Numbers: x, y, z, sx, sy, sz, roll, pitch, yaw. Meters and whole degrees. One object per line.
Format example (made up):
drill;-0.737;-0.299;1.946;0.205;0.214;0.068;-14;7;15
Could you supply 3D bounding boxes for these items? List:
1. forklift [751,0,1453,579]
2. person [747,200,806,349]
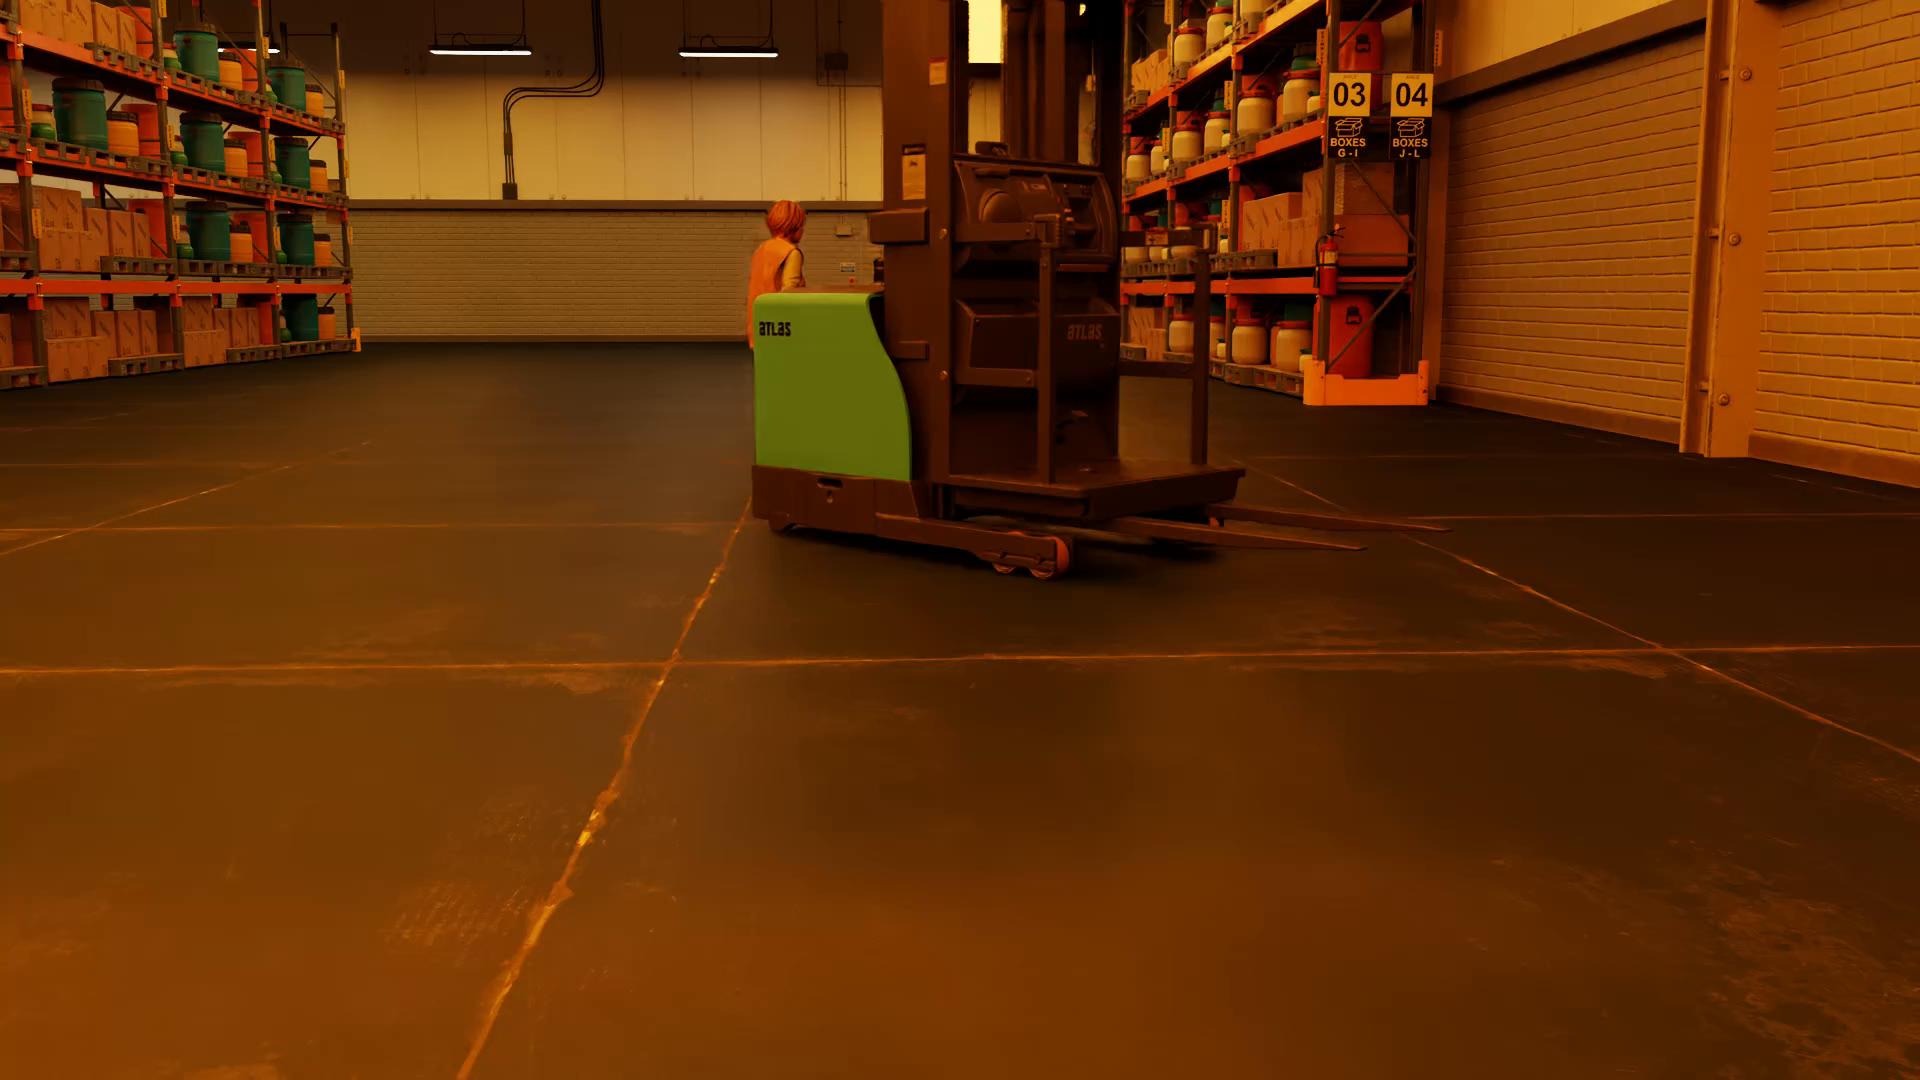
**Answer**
forklift;0.474;-1.388;6.675;3.031;2.935;1.130;8;12;43
person;-0.984;-1.074;9.183;0.329;1.580;0.510;-5;10;-32
